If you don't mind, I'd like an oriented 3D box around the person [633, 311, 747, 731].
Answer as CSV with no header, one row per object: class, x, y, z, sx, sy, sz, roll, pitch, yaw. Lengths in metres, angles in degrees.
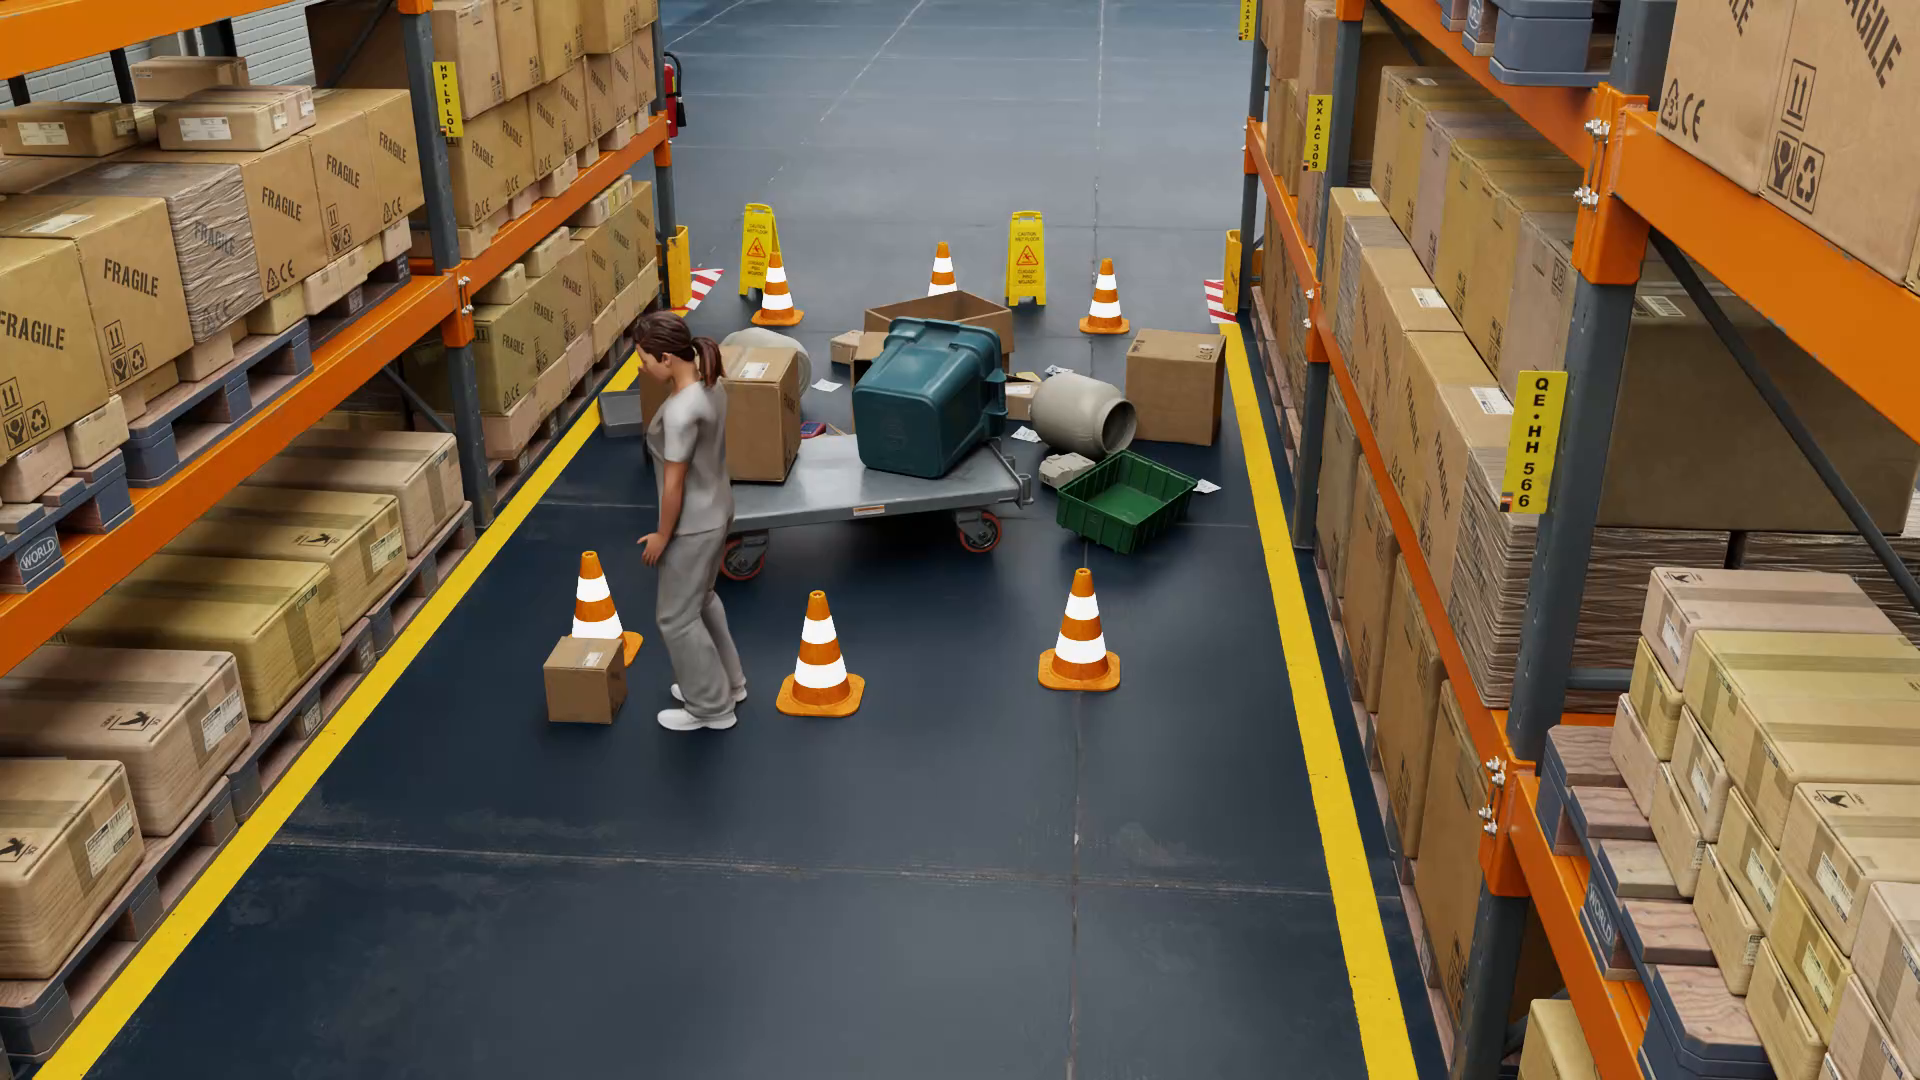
person,-1.007,-0.057,6.256,0.350,1.662,0.449,2,25,5
